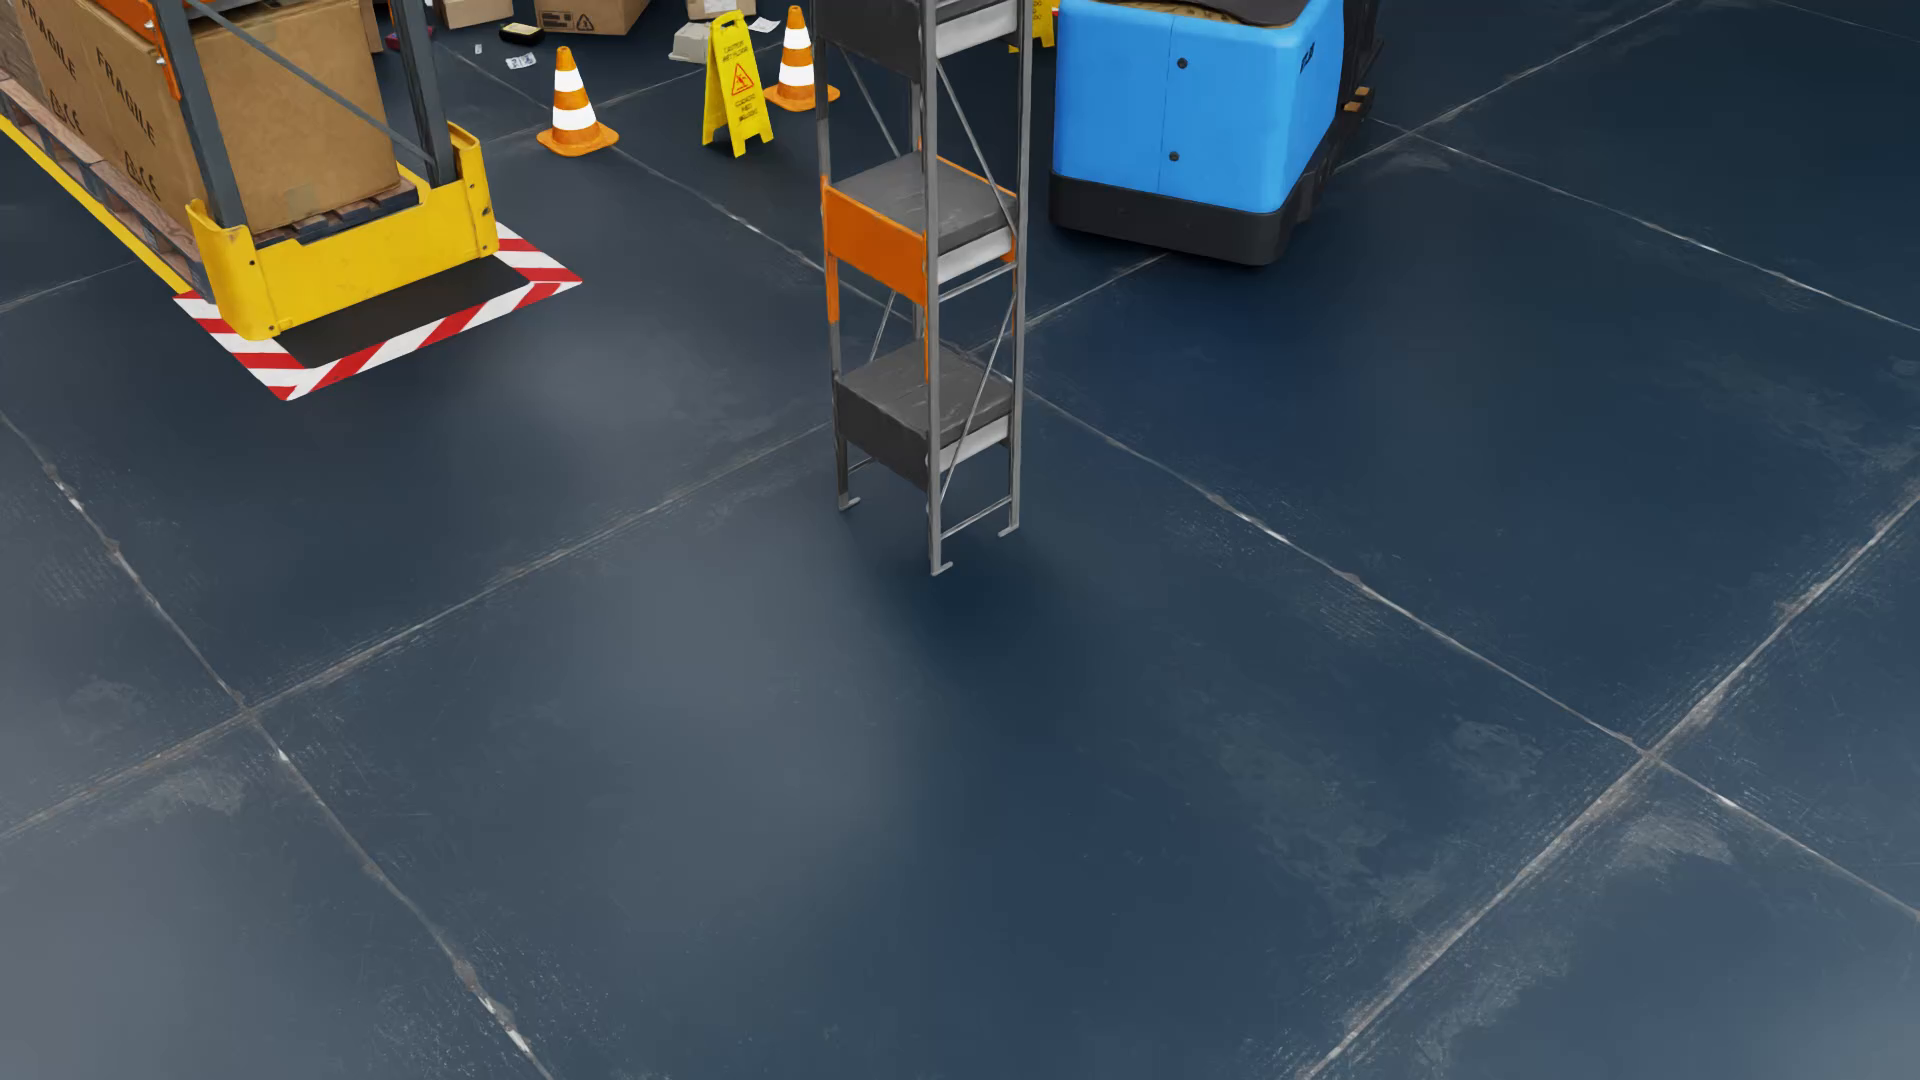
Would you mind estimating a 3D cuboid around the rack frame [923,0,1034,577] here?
[{"bbox_3d":[0.053,-0.781,5.045,0.400,2.100,0.015,-30,48,-32],"label":"rack frame"}]

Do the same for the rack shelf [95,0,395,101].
[{"bbox_3d":[-3.923,-2.941,7.577,1.077,0.370,4.000,-30,48,-32],"label":"rack shelf"}]

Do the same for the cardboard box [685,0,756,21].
[{"bbox_3d":[-1.366,-3.084,9.451,0.380,0.149,0.250,-8,40,-10],"label":"cardboard box"}]

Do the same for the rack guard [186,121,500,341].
[{"bbox_3d":[-2.554,-1.312,6.976,1.175,0.500,0.348,-30,48,-32],"label":"rack guard"}]

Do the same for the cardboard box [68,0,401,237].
[{"bbox_3d":[-3.077,-1.918,7.094,0.875,0.875,0.875,-30,47,-32],"label":"cardboard box"}]

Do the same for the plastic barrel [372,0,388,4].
[{"bbox_3d":[-3.378,-3.271,9.463,0.512,0.421,0.421,-2,39,-2],"label":"plastic barrel"}]

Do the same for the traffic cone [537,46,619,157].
[{"bbox_3d":[-1.883,-2.158,8.053,0.336,0.463,0.334,-30,48,-32],"label":"traffic cone"}]

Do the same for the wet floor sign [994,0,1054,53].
[{"bbox_3d":[0.348,-2.987,8.935,0.267,0.644,0.232,-15,41,-17],"label":"wet floor sign"}]

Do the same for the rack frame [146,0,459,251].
[{"bbox_3d":[-2.570,-2.295,6.205,1.000,3.000,0.127,-30,48,-32],"label":"rack frame"}]

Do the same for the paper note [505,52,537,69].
[{"bbox_3d":[-2.352,-2.567,8.906,0.144,0.017,0.142,-15,41,-17],"label":"paper note"}]

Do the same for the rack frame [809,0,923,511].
[{"bbox_3d":[-0.277,-1.006,5.325,0.400,2.100,0.015,-30,48,-32],"label":"rack frame"}]

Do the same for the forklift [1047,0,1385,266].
[{"bbox_3d":[1.437,-3.235,7.423,1.130,2.935,3.031,15,41,18],"label":"forklift"}]

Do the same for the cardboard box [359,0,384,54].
[{"bbox_3d":[-3.469,-2.893,8.932,0.500,0.500,0.500,-22,44,-25],"label":"cardboard box"}]

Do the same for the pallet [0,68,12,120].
[{"bbox_3d":[-4.819,-2.676,8.896,1.003,0.211,1.213,-30,48,-32],"label":"pallet"}]

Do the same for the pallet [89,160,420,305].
[{"bbox_3d":[-3.168,-1.547,7.498,1.003,0.211,1.213,-30,48,-32],"label":"pallet"}]

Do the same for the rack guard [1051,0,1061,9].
[{"bbox_3d":[0.956,-3.508,9.696,1.175,0.500,0.348,-30,48,-32],"label":"rack guard"}]

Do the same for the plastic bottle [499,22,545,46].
[{"bbox_3d":[-2.439,-2.792,9.158,0.283,0.061,0.133,18,42,21],"label":"plastic bottle"}]

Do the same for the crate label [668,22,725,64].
[{"bbox_3d":[-1.398,-2.691,8.973,0.298,0.136,0.250,11,40,13],"label":"crate label"}]

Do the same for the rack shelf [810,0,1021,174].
[{"bbox_3d":[-0.112,-1.427,4.754,0.431,0.518,0.480,-30,48,-32],"label":"rack shelf"}]

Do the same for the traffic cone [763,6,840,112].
[{"bbox_3d":[-0.821,-2.480,8.453,0.336,0.463,0.334,-30,48,-32],"label":"traffic cone"}]

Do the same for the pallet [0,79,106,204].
[{"bbox_3d":[-3.989,-2.112,8.197,1.003,0.211,1.213,-30,48,-32],"label":"pallet"}]

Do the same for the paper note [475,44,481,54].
[{"bbox_3d":[-2.622,-2.673,9.051,0.032,0.001,0.123,-8,40,-10],"label":"paper note"}]

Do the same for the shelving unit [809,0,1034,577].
[{"bbox_3d":[-0.112,-0.893,5.185,0.431,2.100,0.503,-30,48,-32],"label":"shelving unit"}]

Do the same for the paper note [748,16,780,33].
[{"bbox_3d":[-1.098,-2.882,9.294,0.142,0.019,0.148,18,42,21],"label":"paper note"}]

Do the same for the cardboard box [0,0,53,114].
[{"bbox_3d":[-4.289,-2.747,8.121,0.875,0.875,0.875,-30,47,-31],"label":"cardboard box"}]

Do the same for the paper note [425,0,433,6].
[{"bbox_3d":[-3.009,-3.137,9.617,0.172,0.023,0.155,-15,41,-17],"label":"paper note"}]

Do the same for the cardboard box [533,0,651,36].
[{"bbox_3d":[-2.045,-3.211,9.326,0.637,0.503,0.797,5,39,6],"label":"cardboard box"}]

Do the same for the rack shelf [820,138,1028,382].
[{"bbox_3d":[-0.112,-0.883,5.194,0.431,0.518,0.480,-30,48,-32],"label":"rack shelf"}]

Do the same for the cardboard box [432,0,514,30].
[{"bbox_3d":[-2.756,-3.070,9.340,0.396,0.266,0.258,-22,44,-25],"label":"cardboard box"}]

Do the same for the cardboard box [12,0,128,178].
[{"bbox_3d":[-3.674,-2.324,7.597,0.875,0.875,0.875,-31,48,-32],"label":"cardboard box"}]

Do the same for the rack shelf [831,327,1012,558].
[{"bbox_3d":[-0.112,-0.338,5.634,0.431,0.518,0.480,-30,48,-32],"label":"rack shelf"}]

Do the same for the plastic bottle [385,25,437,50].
[{"bbox_3d":[-3.009,-2.775,9.137,0.133,0.061,0.283,18,42,21],"label":"plastic bottle"}]

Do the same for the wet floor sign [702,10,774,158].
[{"bbox_3d":[-1.092,-2.207,7.970,0.232,0.644,0.267,26,45,28],"label":"wet floor sign"}]
